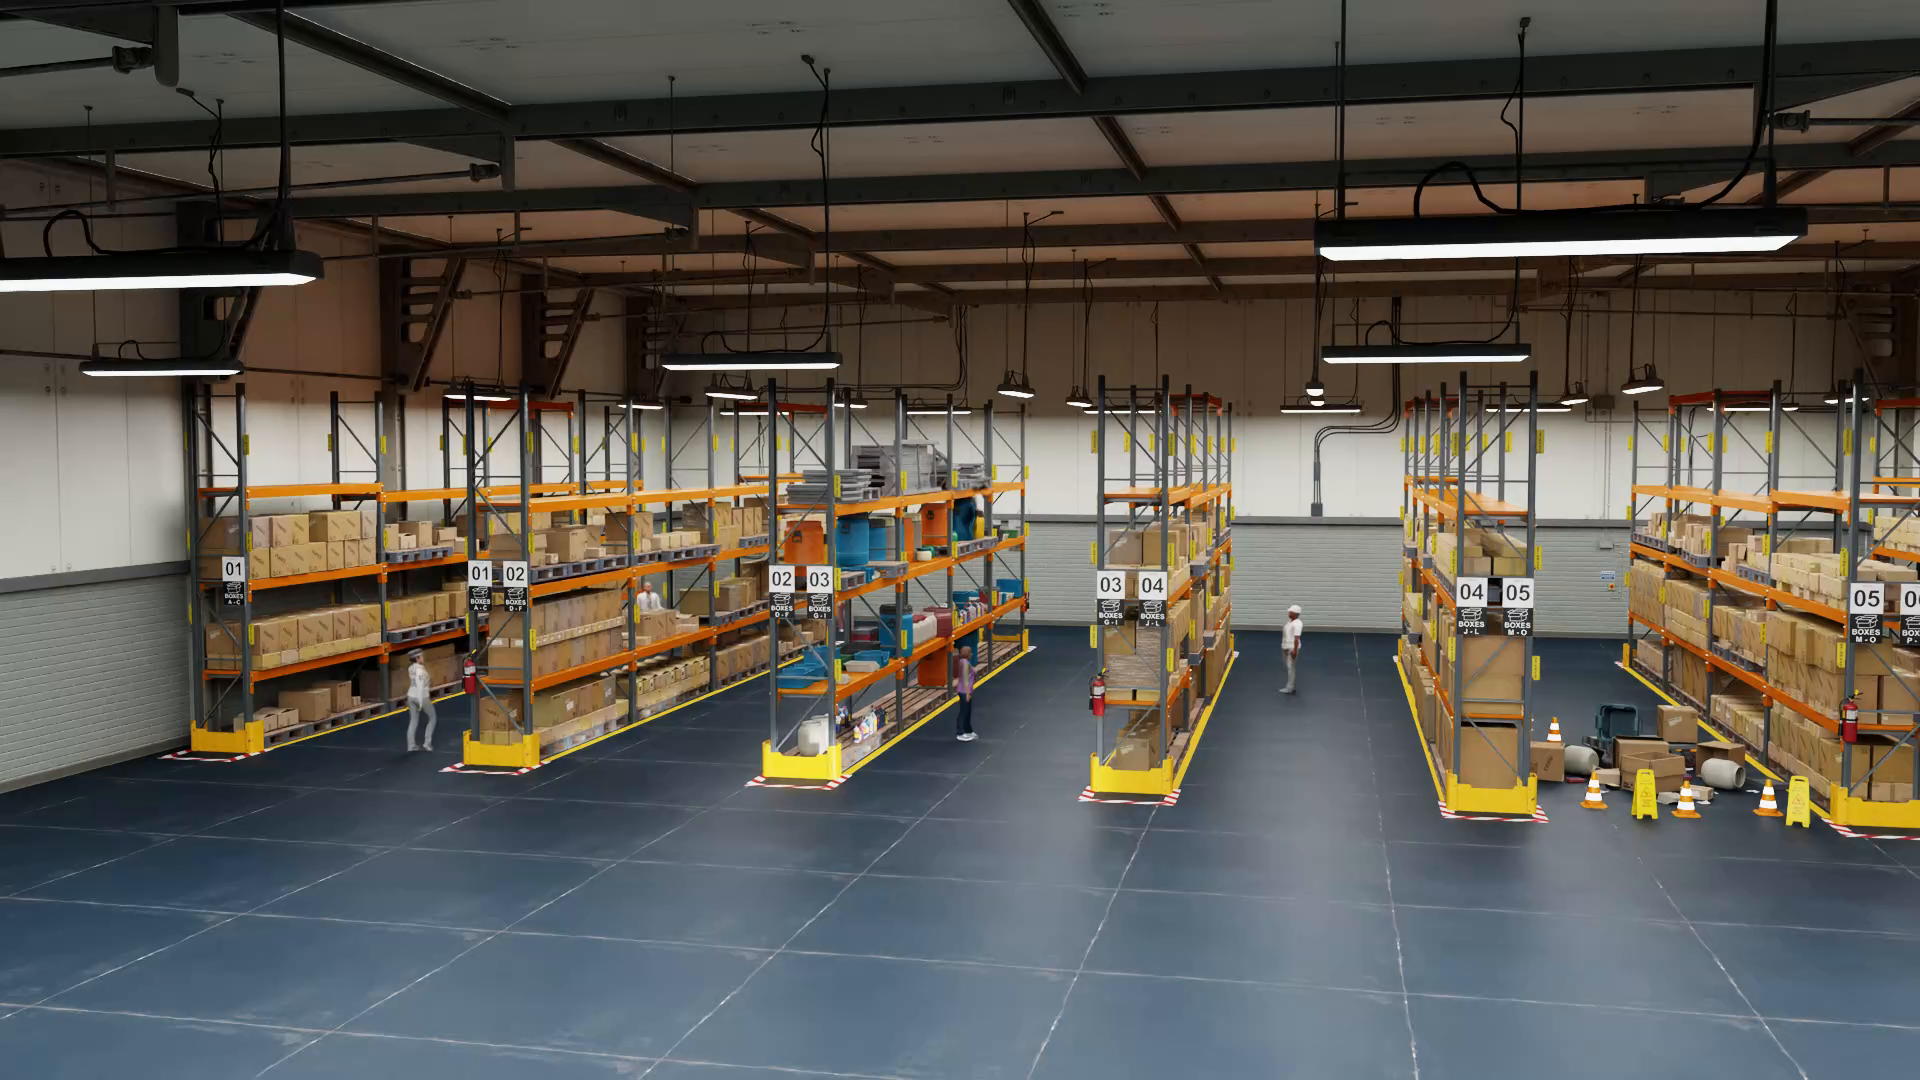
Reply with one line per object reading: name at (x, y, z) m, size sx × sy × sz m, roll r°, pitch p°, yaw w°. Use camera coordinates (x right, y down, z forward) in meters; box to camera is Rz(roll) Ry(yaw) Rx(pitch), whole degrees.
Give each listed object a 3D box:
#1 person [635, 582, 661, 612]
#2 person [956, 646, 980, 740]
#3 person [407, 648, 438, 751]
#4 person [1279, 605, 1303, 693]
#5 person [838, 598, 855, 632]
person at (-7.387, 1.864, 39.392) m, size 0.674 × 1.721 × 1.117 m, roll 1°, pitch 3°, yaw 10°
person at (0.142, 2.602, 28.208) m, size 0.434 × 1.616 × 0.461 m, roll 0°, pitch 3°, yaw -4°
person at (-8.815, 2.624, 27.134) m, size 0.448 × 1.743 × 0.486 m, roll 2°, pitch 4°, yaw 31°
person at (6.660, 2.204, 33.684) m, size 0.611 × 1.761 × 0.573 m, roll -1°, pitch 4°, yaw -24°
person at (-3.029, 1.650, 43.927) m, size 0.475 × 1.619 × 0.946 m, roll -1°, pitch 3°, yaw -20°
